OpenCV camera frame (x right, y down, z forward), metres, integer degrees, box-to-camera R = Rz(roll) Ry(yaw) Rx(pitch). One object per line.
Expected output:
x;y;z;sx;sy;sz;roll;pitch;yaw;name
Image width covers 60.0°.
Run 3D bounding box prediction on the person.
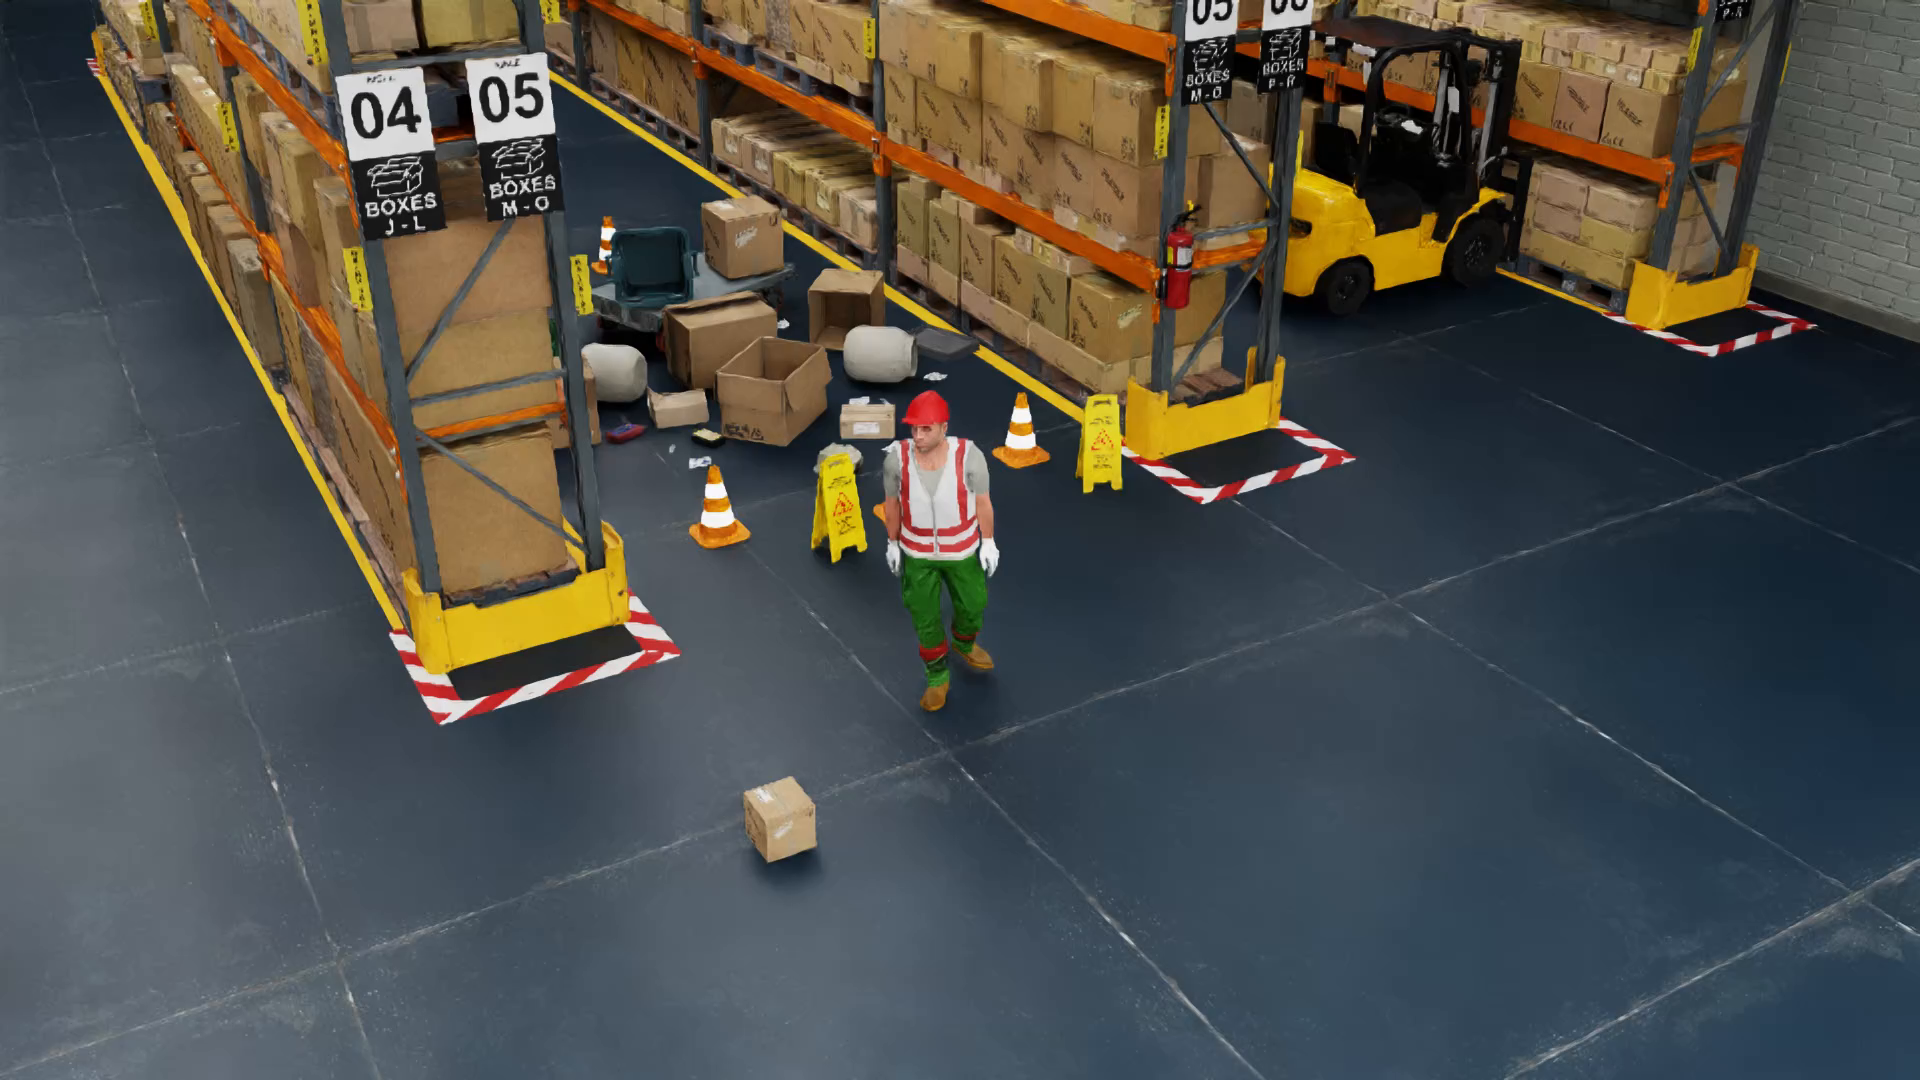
-0.091;0.013;8.521;0.587;1.780;0.573;2;29;3;person
